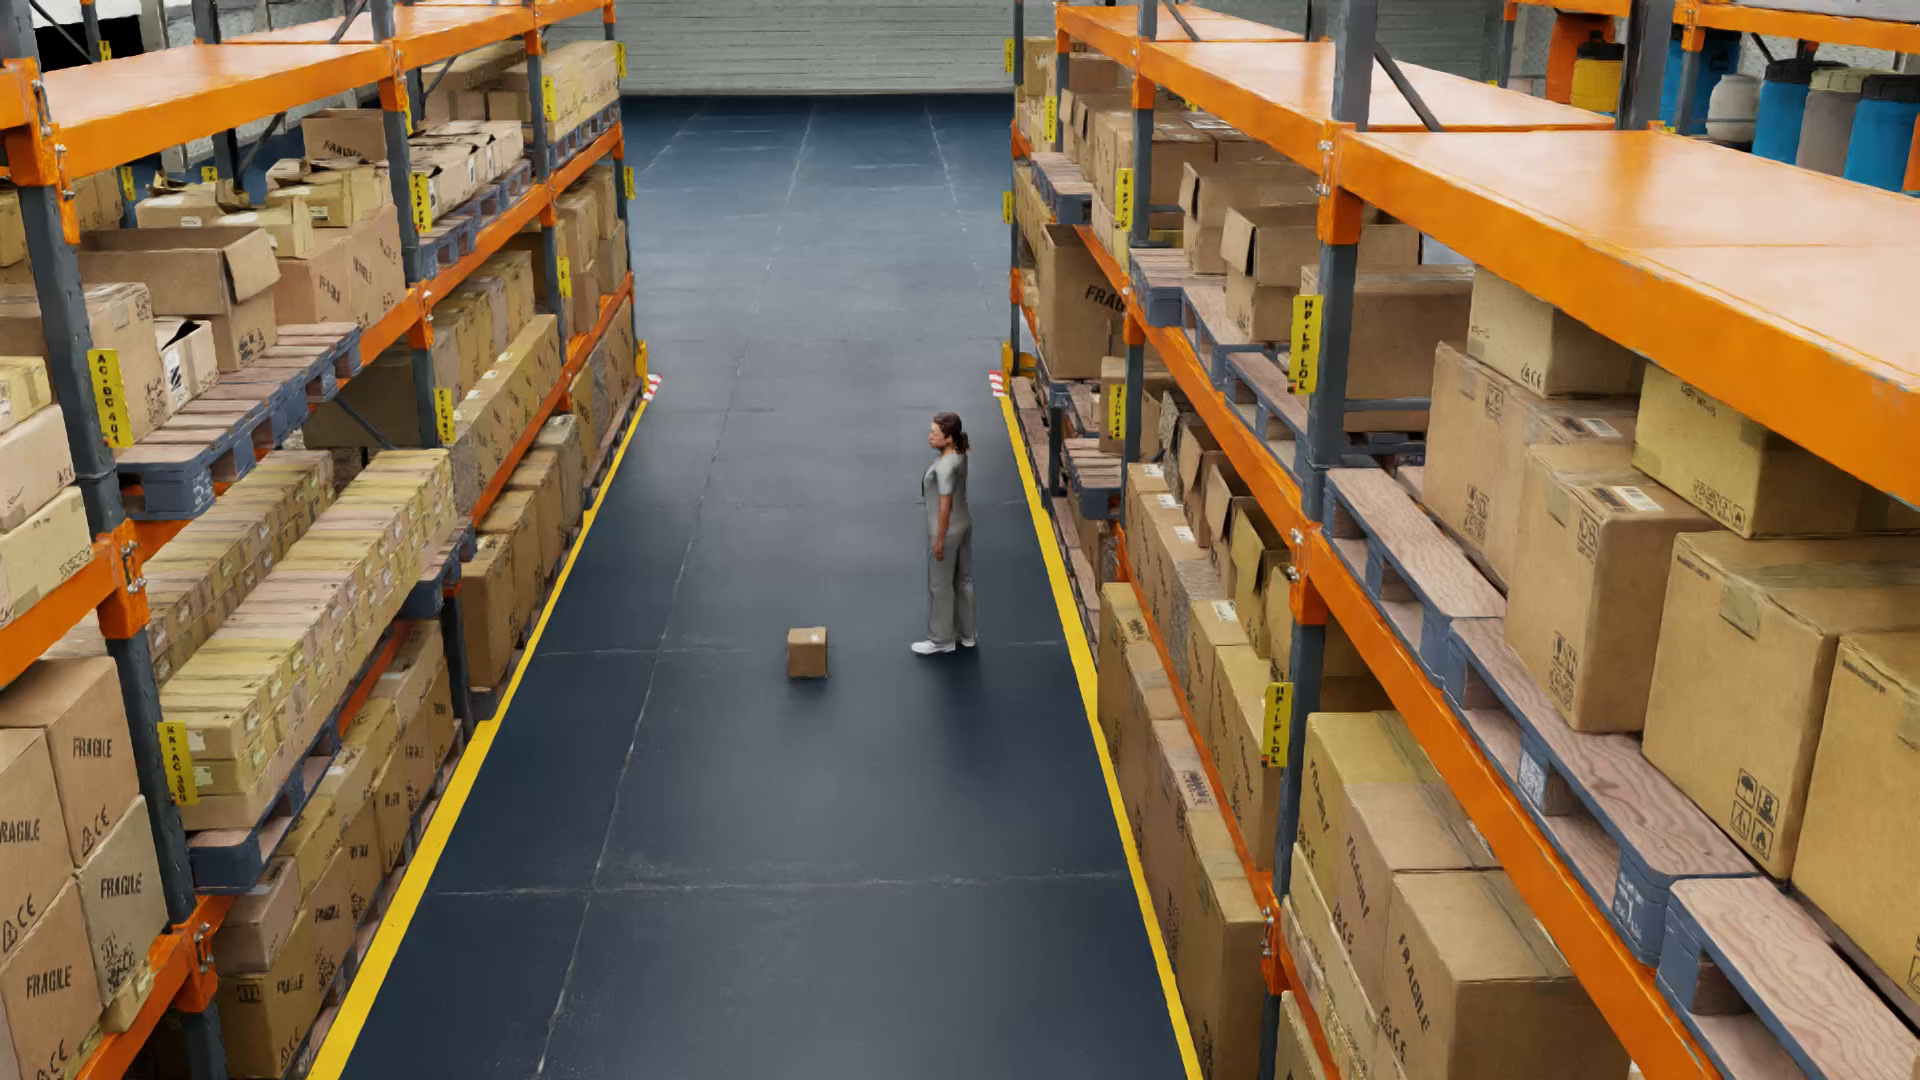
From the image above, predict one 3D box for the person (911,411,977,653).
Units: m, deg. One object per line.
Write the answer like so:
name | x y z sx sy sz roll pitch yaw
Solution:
person | -0.092 -0.050 11.180 0.403 1.654 0.462 6 21 16
